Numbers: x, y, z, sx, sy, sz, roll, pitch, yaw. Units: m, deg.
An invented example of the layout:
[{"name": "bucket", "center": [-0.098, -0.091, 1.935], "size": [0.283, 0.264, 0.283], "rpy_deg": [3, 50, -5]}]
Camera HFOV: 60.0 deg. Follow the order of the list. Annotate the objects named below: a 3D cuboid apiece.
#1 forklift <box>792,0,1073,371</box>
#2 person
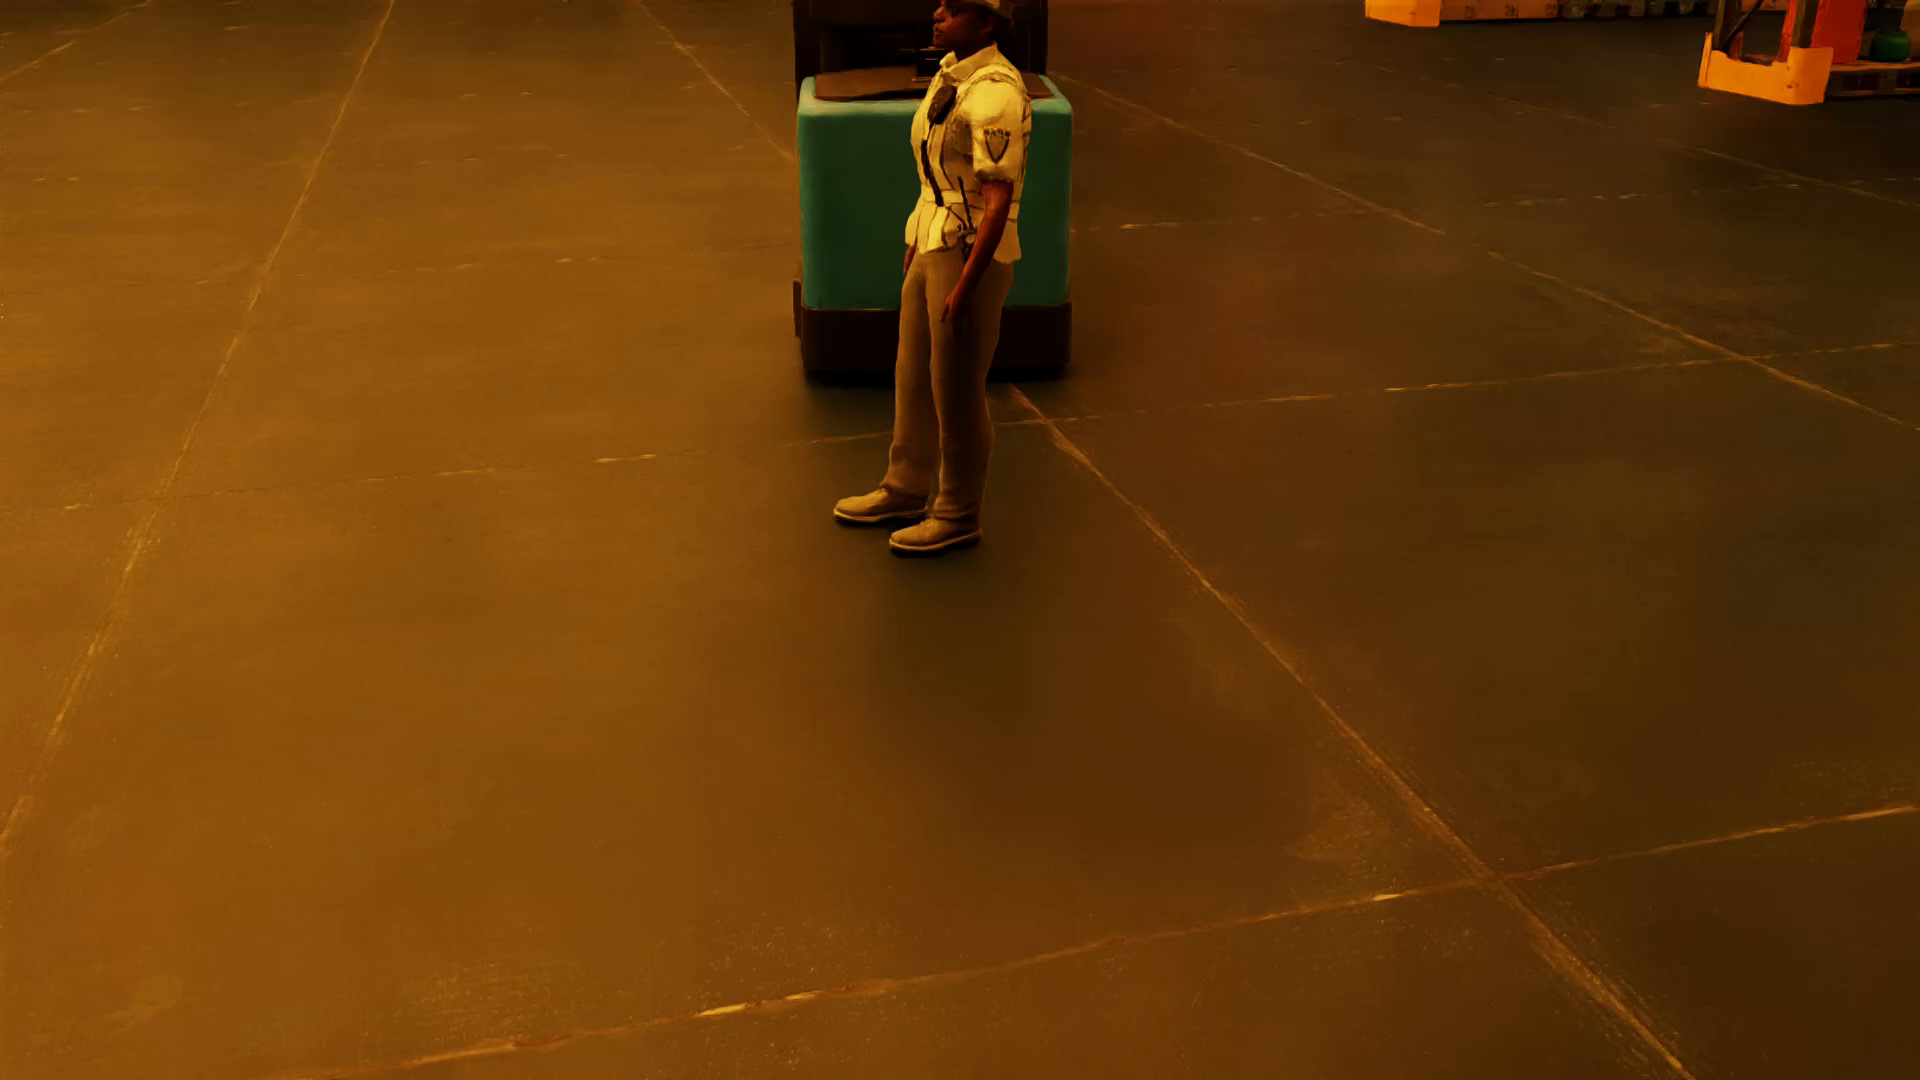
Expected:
[{"name": "forklift", "center": [-0.187, -2.536, 7.269], "size": [1.130, 2.935, 3.031], "rpy_deg": [-2, 23, -4]}, {"name": "person", "center": [-0.078, -0.786, 4.717], "size": [0.529, 1.695, 0.570], "rpy_deg": [-6, 24, -14]}]
